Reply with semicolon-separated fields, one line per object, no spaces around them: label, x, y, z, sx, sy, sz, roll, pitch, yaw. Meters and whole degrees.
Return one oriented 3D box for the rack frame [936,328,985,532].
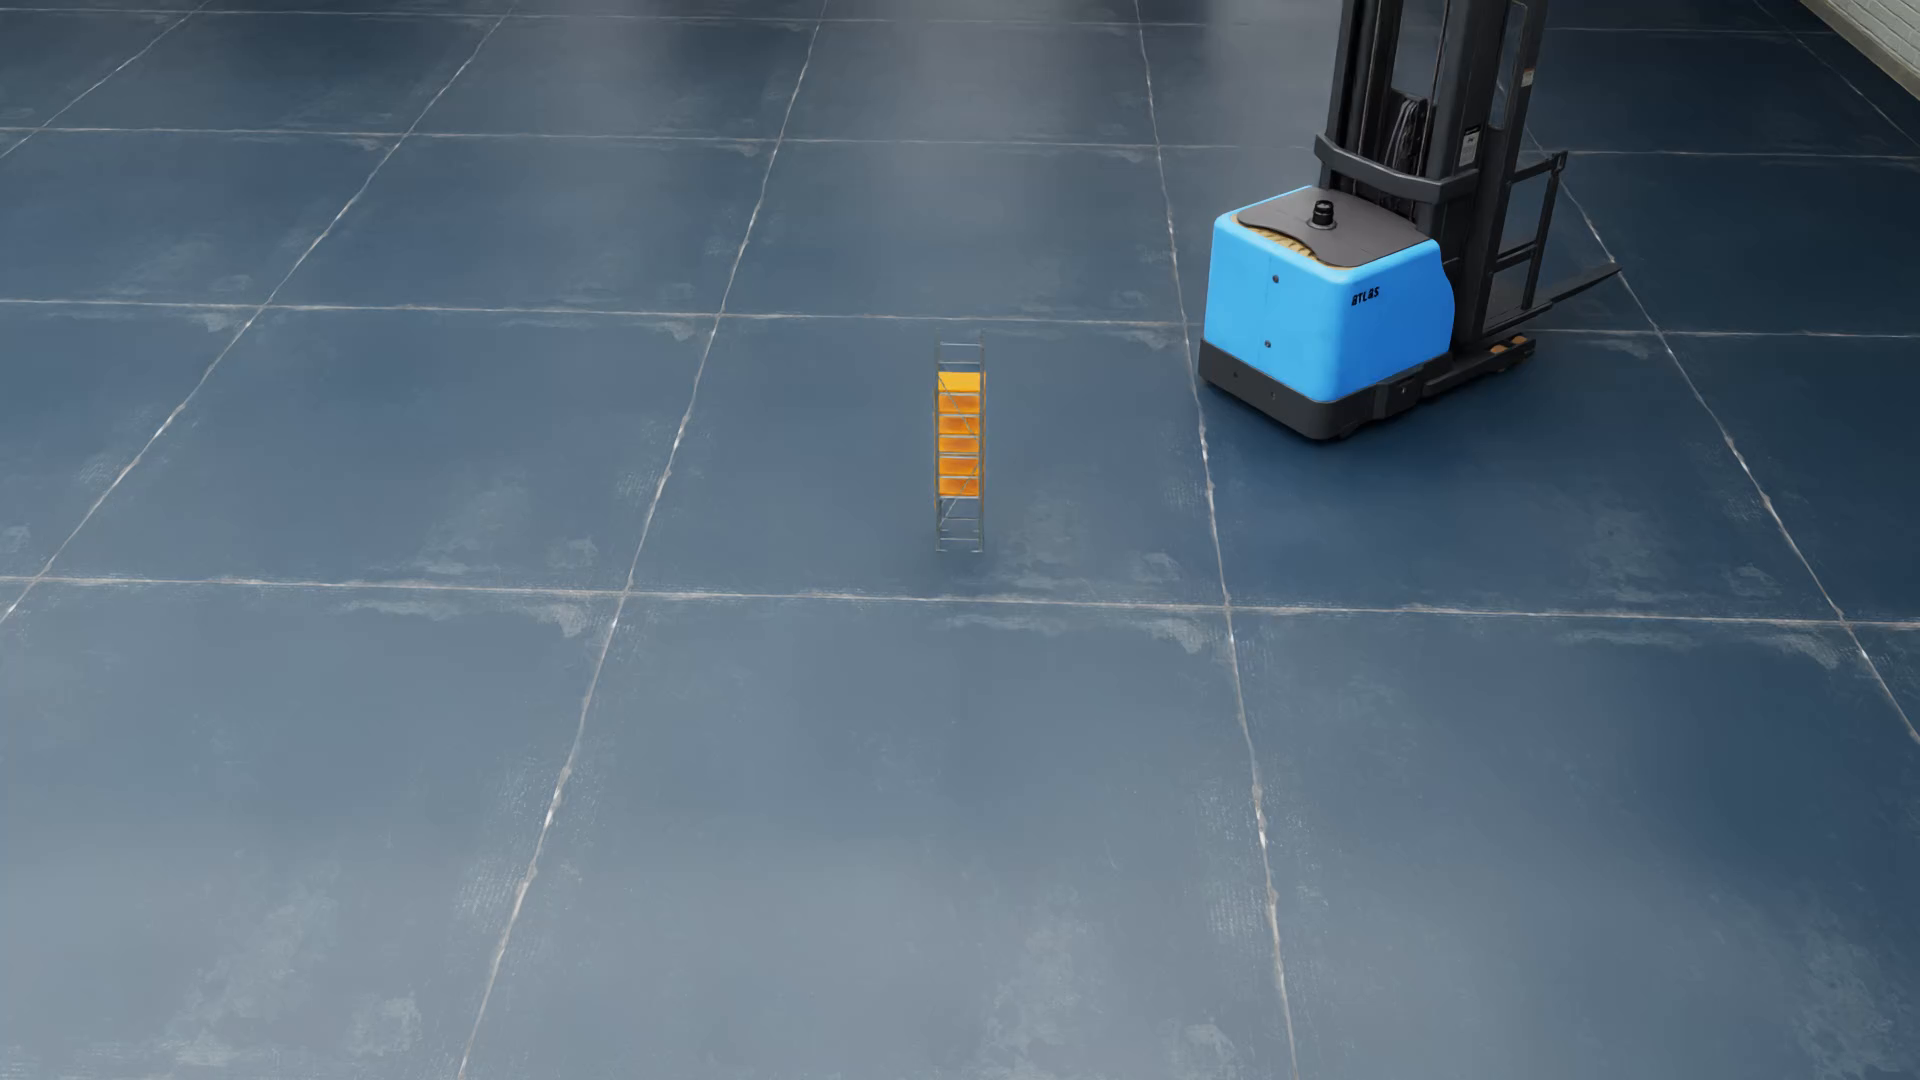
rack frame;0.003;-0.535;8.414;0.240;1.200;0.006;1;35;2

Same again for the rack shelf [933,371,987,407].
rack shelf;-0.001;-0.741;8.157;0.258;0.103;0.180;1;35;2

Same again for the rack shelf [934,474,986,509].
rack shelf;-0.001;-0.250;8.502;0.258;0.103;0.180;1;35;2

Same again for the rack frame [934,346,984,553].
rack frame;-0.004;-0.430;8.264;0.240;1.200;0.006;1;35;2

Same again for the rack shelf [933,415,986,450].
rack shelf;-0.001;-0.544;8.295;0.258;0.103;0.180;1;35;2

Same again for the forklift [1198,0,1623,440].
forklift;2.918;-2.442;9.621;3.031;2.935;1.130;-23;41;-29

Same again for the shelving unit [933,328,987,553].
shelving unit;-0.001;-0.483;8.339;0.258;1.200;0.189;1;35;2

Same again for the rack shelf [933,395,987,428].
rack shelf;-0.001;-0.643;8.226;0.258;0.103;0.180;1;35;2

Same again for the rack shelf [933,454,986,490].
rack shelf;-0.001;-0.348;8.433;0.258;0.103;0.180;1;35;2

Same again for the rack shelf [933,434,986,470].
rack shelf;-0.001;-0.446;8.364;0.258;0.103;0.180;1;35;2
